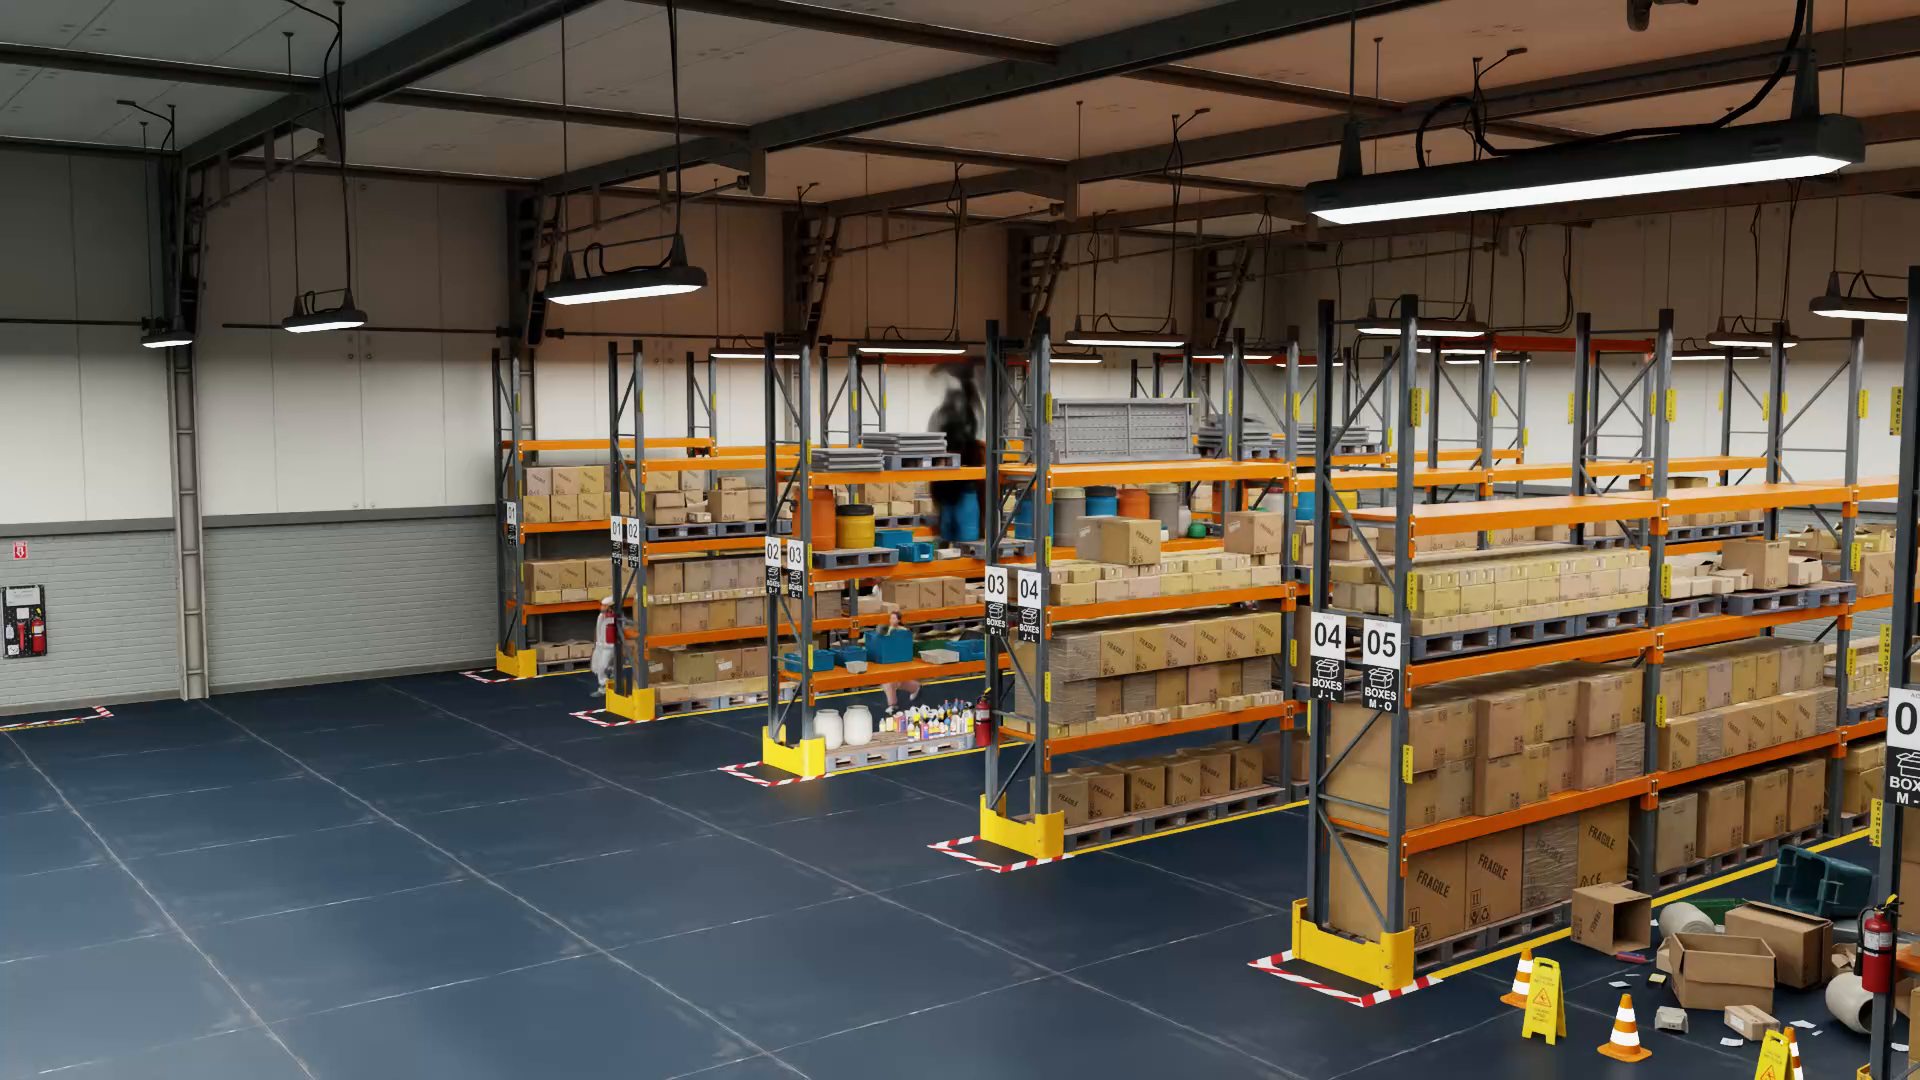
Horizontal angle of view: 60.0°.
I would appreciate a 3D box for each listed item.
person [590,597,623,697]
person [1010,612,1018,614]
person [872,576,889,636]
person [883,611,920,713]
[{"bbox_3d":[-5.976,1.825,28.391,0.640,1.731,0.621,4,7,40],"label":"person"},{"bbox_3d":[1.227,1.400,33.791,0.820,1.611,0.525,-3,6,-35],"label":"person"},{"bbox_3d":[-1.443,1.476,32.014,0.930,1.782,0.691,-4,7,-41],"label":"person"},{"bbox_3d":[-0.978,1.967,27.227,0.564,1.644,0.813,4,6,35],"label":"person"}]
